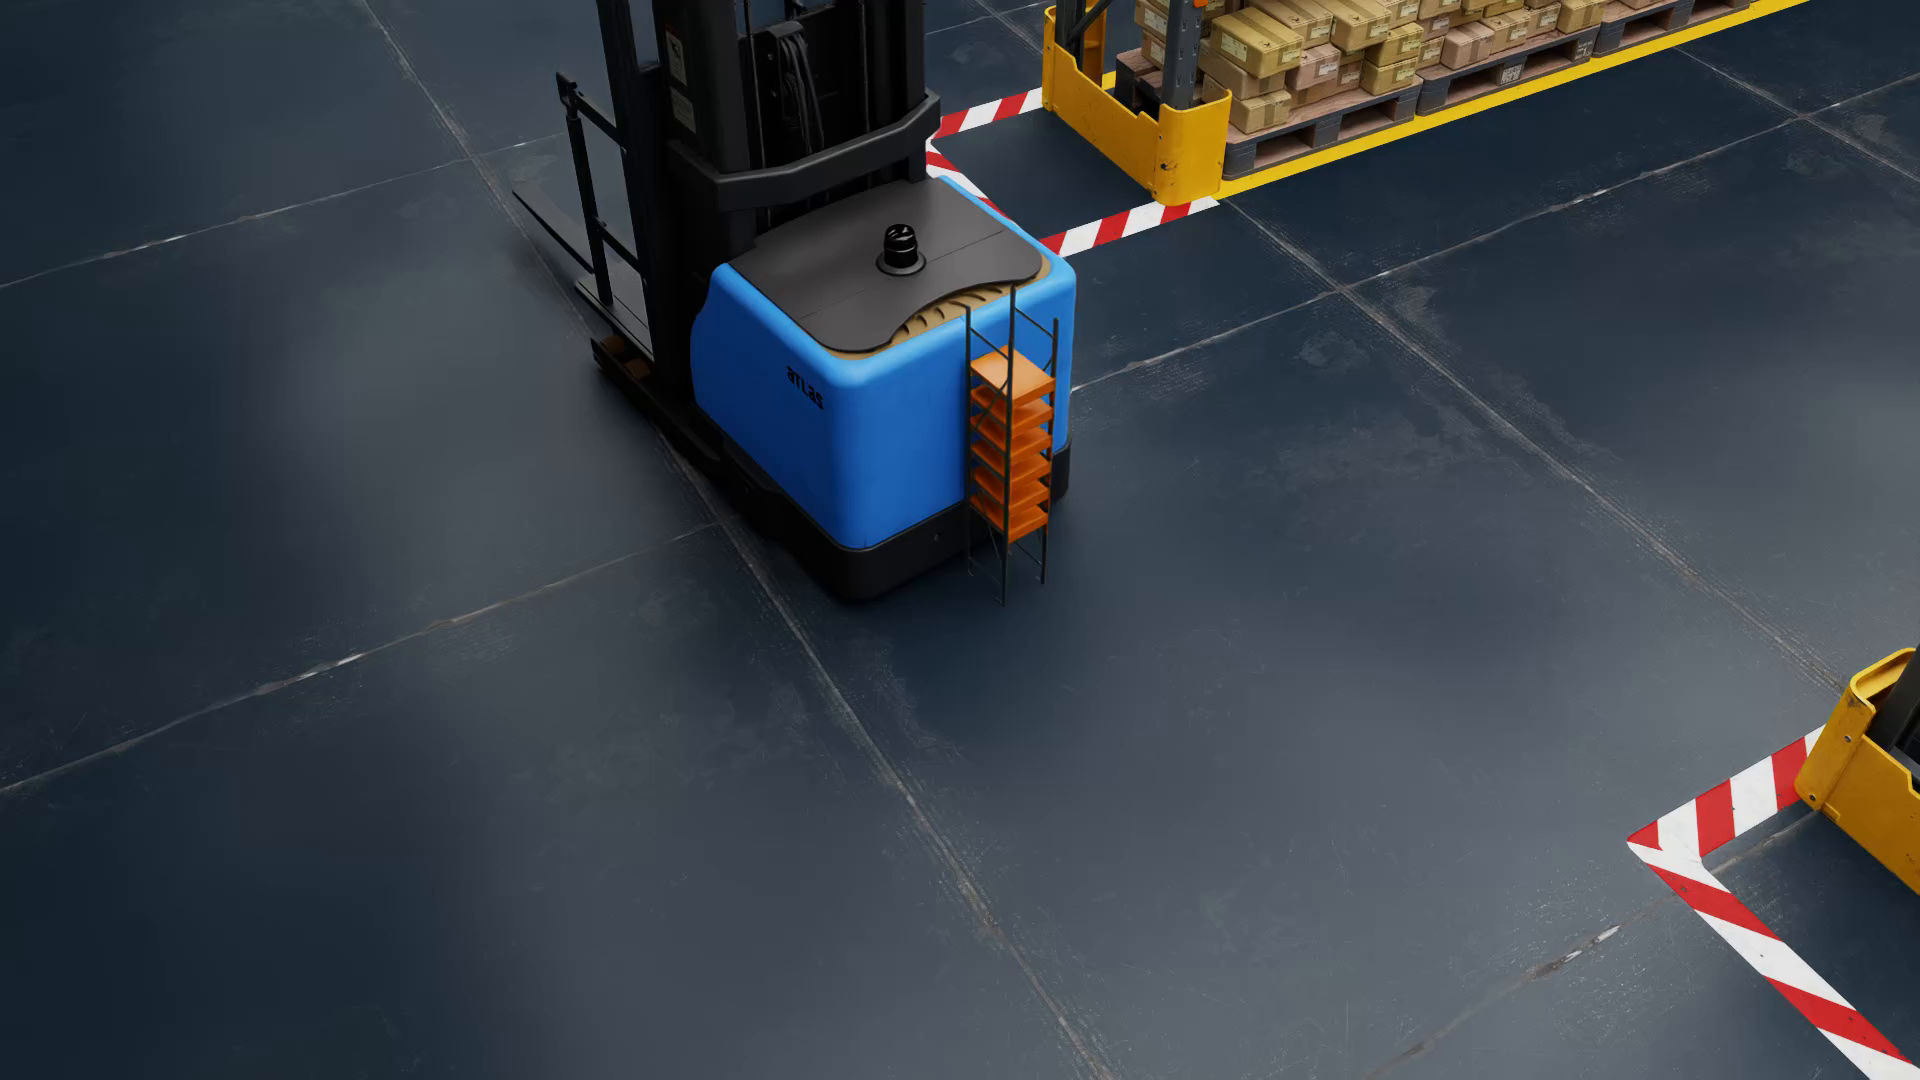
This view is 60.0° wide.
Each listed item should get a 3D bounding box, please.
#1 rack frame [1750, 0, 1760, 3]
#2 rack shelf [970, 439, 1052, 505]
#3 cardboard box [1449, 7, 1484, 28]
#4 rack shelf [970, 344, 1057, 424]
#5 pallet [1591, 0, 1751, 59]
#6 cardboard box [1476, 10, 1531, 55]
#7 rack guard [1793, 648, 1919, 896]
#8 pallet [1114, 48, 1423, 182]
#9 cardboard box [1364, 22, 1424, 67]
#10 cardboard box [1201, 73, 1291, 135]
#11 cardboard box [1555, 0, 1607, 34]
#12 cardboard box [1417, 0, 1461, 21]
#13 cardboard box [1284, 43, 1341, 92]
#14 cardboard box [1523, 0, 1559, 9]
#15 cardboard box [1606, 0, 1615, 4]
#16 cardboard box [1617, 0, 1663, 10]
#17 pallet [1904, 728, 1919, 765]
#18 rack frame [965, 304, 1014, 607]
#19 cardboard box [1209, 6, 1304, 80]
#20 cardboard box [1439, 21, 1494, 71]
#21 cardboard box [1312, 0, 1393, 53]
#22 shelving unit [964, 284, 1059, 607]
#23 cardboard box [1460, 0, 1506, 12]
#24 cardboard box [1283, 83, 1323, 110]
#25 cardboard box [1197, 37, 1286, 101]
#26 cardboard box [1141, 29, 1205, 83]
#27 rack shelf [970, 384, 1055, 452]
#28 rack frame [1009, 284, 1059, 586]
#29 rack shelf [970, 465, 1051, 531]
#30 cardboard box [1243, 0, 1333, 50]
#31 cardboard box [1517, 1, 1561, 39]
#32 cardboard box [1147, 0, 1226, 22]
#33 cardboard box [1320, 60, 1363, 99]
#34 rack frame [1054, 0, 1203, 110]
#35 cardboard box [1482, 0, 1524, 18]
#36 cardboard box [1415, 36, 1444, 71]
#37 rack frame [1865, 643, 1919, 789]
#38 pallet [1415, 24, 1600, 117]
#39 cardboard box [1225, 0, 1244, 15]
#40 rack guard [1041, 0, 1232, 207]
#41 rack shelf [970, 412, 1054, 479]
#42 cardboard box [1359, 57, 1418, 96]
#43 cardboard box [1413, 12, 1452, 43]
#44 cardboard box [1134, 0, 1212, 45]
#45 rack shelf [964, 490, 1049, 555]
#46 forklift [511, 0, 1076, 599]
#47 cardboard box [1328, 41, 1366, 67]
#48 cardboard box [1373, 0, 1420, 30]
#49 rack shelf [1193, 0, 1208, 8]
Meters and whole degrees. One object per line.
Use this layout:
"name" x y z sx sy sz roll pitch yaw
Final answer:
"rack frame" 4.238 -4.412 8.642 0.127 3.000 1.000 -22 48 -21
"rack shelf" 0.165 -0.261 5.721 0.180 0.103 0.258 -28 51 -26
"cardboard box" 2.459 -2.777 8.489 0.250 0.149 0.380 -19 47 -19
"rack shelf" 0.165 -0.519 5.470 0.180 0.103 0.258 -28 51 -26
"pallet" 3.673 -3.157 9.352 1.213 0.211 1.003 -22 48 -21
"cardboard box" 2.718 -2.685 8.609 0.250 0.149 0.380 -22 48 -21
"rack guard" 3.132 0.911 4.952 0.348 0.500 1.175 -22 48 -21
"pallet" 1.557 -2.311 8.479 1.213 0.211 1.003 -22 48 -21
"cardboard box" 2.062 -2.508 8.213 0.250 0.149 0.380 -20 48 -20
"cardboard box" 1.383 -2.140 8.047 0.250 0.149 0.380 -21 48 -20
"cardboard box" 3.170 -2.839 8.767 0.250 0.149 0.380 -22 48 -21
"cardboard box" 2.273 -2.747 8.245 0.250 0.149 0.380 -20 48 -19
"cardboard box" 1.617 -2.346 8.046 0.250 0.149 0.380 -22 48 -21
"cardboard box" 2.951 -2.931 8.649 0.250 0.149 0.380 -24 49 -23
"cardboard box" 3.315 -3.010 8.943 0.250 0.149 0.380 -23 49 -22
"cardboard box" 3.603 -3.028 8.961 0.250 0.149 0.380 -23 49 -22
"pallet" 3.807 0.682 5.396 1.213 0.211 1.003 -22 48 -21
"rack frame" 0.092 -0.254 5.650 0.006 1.200 0.240 -28 51 -26
"cardboard box" 1.393 -2.342 7.828 0.250 0.149 0.380 -24 49 -23
"cardboard box" 2.491 -2.573 8.493 0.250 0.149 0.380 -24 49 -23
"cardboard box" 1.854 -2.520 8.012 0.250 0.149 0.380 -22 48 -21
"shelving unit" 0.165 -0.293 5.690 0.189 1.200 0.258 -28 51 -26
"cardboard box" 2.524 -2.811 8.311 0.250 0.149 0.380 -21 48 -20
"cardboard box" 1.569 -2.281 8.192 0.250 0.149 0.380 -22 48 -21
"cardboard box" 1.352 -2.285 7.983 0.250 0.149 0.380 -20 48 -19
"cardboard box" 1.122 -2.461 8.377 0.250 0.149 0.380 -21 48 -20
"rack shelf" 0.165 -0.433 5.553 0.180 0.103 0.258 -28 51 -26
"rack frame" 0.238 -0.331 5.729 0.006 1.200 0.240 -28 51 -26
"rack shelf" 0.165 -0.175 5.804 0.180 0.103 0.258 -28 51 -26
"cardboard box" 1.572 -2.510 8.001 0.250 0.149 0.380 -21 48 -20
"cardboard box" 2.910 -2.789 8.715 0.250 0.149 0.380 -21 48 -20
"cardboard box" 1.102 -2.702 8.199 0.250 0.149 0.380 -21 48 -20
"cardboard box" 1.781 -2.371 8.285 0.250 0.149 0.380 -21 48 -21
"rack frame" 0.769 -3.024 7.212 0.127 3.000 1.000 -22 48 -21
"cardboard box" 2.698 -2.865 8.580 0.250 0.149 0.380 -20 47 -19
"cardboard box" 2.231 -2.540 8.458 0.250 0.149 0.380 -22 48 -21
"rack frame" 3.153 0.006 4.090 0.127 3.000 1.000 -22 48 -21
"pallet" 2.614 -2.731 8.912 1.213 0.211 1.003 -22 48 -21
"cardboard box" 1.349 -2.755 8.253 0.250 0.149 0.380 -21 48 -20
"rack guard" 0.835 -2.154 8.110 0.348 0.500 1.175 -22 48 -21
"rack shelf" 0.165 -0.347 5.637 0.180 0.103 0.258 -28 51 -26
"cardboard box" 2.058 -2.394 8.308 0.250 0.149 0.380 -21 48 -20
"cardboard box" 2.245 -2.658 8.367 0.250 0.149 0.380 -24 49 -23
"cardboard box" 1.085 -2.614 8.322 0.250 0.149 0.380 -23 49 -22
"rack shelf" 0.165 -0.089 5.888 0.180 0.103 0.258 -28 51 -26
"forklift" -0.875 -1.818 6.019 1.130 2.935 3.031 -28 51 -26
"cardboard box" 1.785 -2.485 8.188 0.250 0.149 0.380 -21 48 -20
"cardboard box" 2.028 -2.656 8.152 0.250 0.149 0.380 -24 49 -23
"rack shelf" 2.504 -3.460 8.178 4.000 0.370 1.077 -22 48 -21
